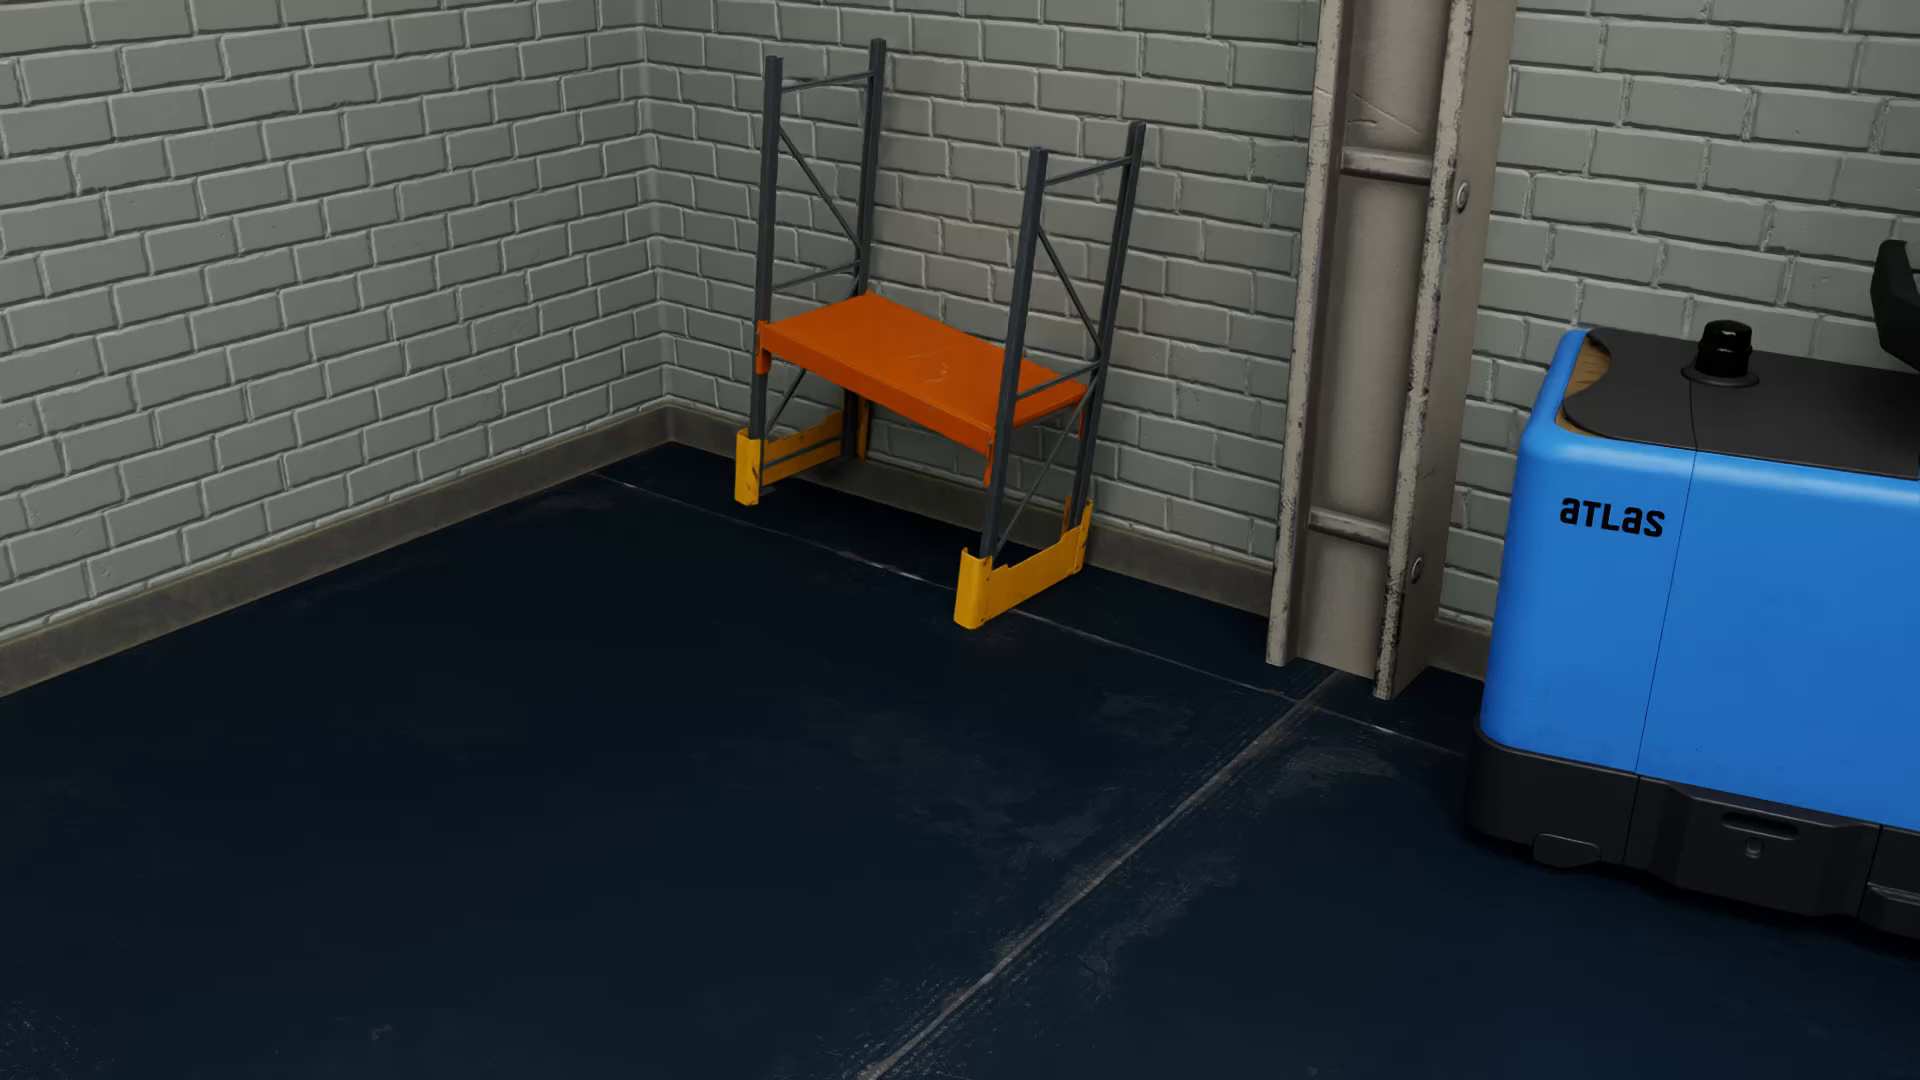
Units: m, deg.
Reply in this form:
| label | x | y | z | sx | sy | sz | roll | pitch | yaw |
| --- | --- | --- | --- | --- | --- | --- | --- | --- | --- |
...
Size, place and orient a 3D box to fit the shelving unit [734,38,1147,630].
| label | x | y | z | sx | sy | sz | roll | pitch | yaw |
| --- | --- | --- | --- | --- | --- | --- | --- | --- | --- |
| shelving unit | -0.106 | -0.672 | 5.227 | 1.083 | 1.500 | 0.587 | 28 | 36 | 32 |

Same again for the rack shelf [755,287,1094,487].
| label | x | y | z | sx | sy | sz | roll | pitch | yaw |
| --- | --- | --- | --- | --- | --- | --- | --- | --- | --- |
| rack shelf | -0.117 | -0.513 | 5.312 | 1.000 | 0.185 | 0.538 | 28 | 36 | 32 |

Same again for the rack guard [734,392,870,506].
| label | x | y | z | sx | sy | sz | roll | pitch | yaw |
| --- | --- | --- | --- | --- | --- | --- | --- | --- | --- |
| rack guard | -0.545 | -0.328 | 5.800 | 0.087 | 0.250 | 0.587 | 28 | 36 | 32 |

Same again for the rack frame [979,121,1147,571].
| label | x | y | z | sx | sy | sz | roll | pitch | yaw |
| --- | --- | --- | --- | --- | --- | --- | --- | --- | --- |
| rack frame | 0.284 | -0.469 | 4.954 | 0.032 | 1.500 | 0.500 | 28 | 36 | 32 |

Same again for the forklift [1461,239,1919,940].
| label | x | y | z | sx | sy | sz | roll | pitch | yaw |
| --- | --- | --- | --- | --- | --- | --- | --- | --- | --- |
| forklift | 2.786 | -0.525 | 3.307 | 3.031 | 2.935 | 1.130 | 10 | 26 | 22 |

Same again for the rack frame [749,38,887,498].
| label | x | y | z | sx | sy | sz | roll | pitch | yaw |
| --- | --- | --- | --- | --- | --- | --- | --- | --- | --- |
| rack frame | -0.482 | -0.868 | 5.491 | 0.032 | 1.500 | 0.500 | 28 | 36 | 32 |

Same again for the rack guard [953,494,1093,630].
| label | x | y | z | sx | sy | sz | roll | pitch | yaw |
| --- | --- | --- | --- | --- | --- | --- | --- | --- | --- |
| rack guard | 0.205 | 0.063 | 5.274 | 0.087 | 0.250 | 0.587 | 28 | 36 | 32 |
